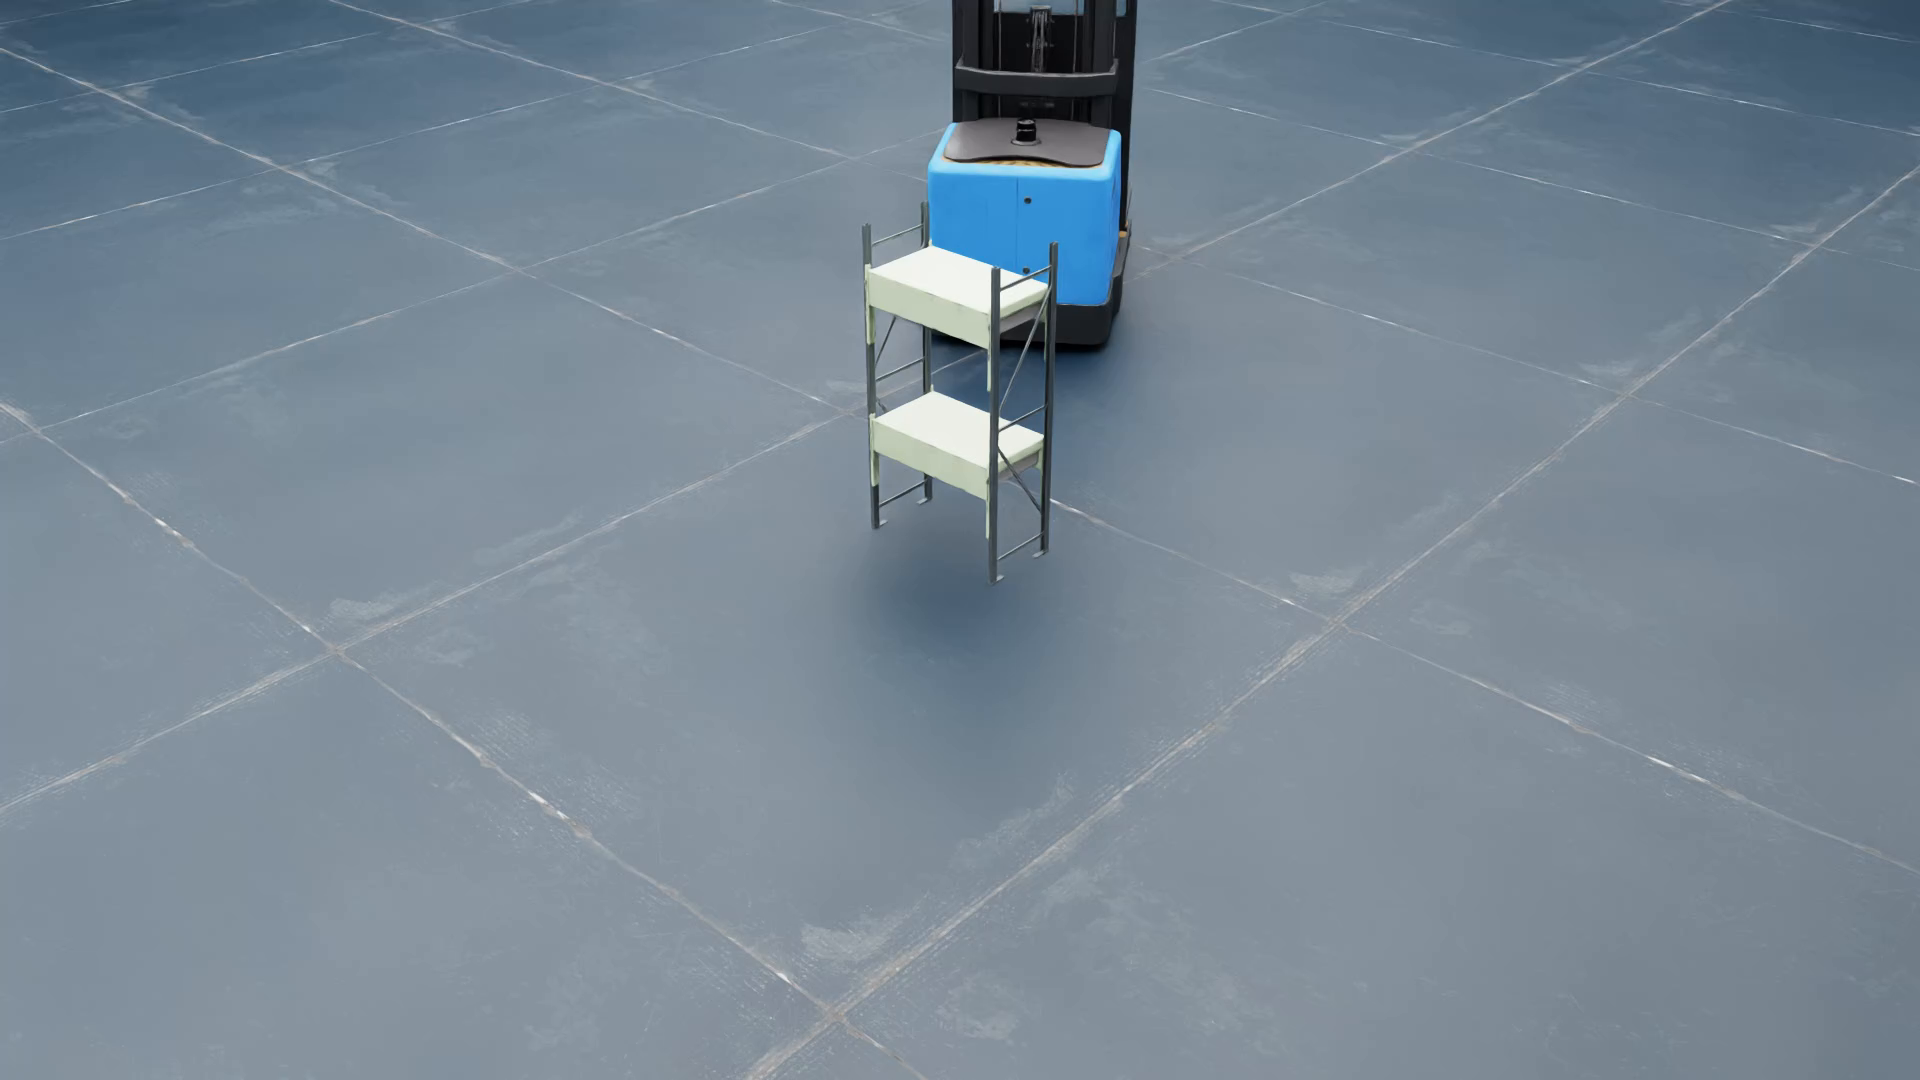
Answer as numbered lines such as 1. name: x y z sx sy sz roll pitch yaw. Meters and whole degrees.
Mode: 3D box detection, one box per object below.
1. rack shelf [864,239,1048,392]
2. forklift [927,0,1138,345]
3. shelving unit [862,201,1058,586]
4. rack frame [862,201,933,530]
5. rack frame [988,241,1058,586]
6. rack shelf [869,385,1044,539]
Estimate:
1. rack shelf: -0.005 -0.979 7.166 0.720 0.370 0.431 25 39 35
2. forklift: 0.534 -3.108 10.071 1.130 2.935 3.031 4 31 7
3. shelving unit: -0.005 -0.645 7.367 0.755 1.500 0.431 25 39 35
4. rack frame: -0.276 -0.772 7.577 0.023 1.500 0.400 25 39 35
5. rack frame: 0.266 -0.518 7.157 0.023 1.500 0.400 25 39 35
6. rack shelf: -0.005 -0.366 7.535 0.720 0.370 0.431 25 39 35
